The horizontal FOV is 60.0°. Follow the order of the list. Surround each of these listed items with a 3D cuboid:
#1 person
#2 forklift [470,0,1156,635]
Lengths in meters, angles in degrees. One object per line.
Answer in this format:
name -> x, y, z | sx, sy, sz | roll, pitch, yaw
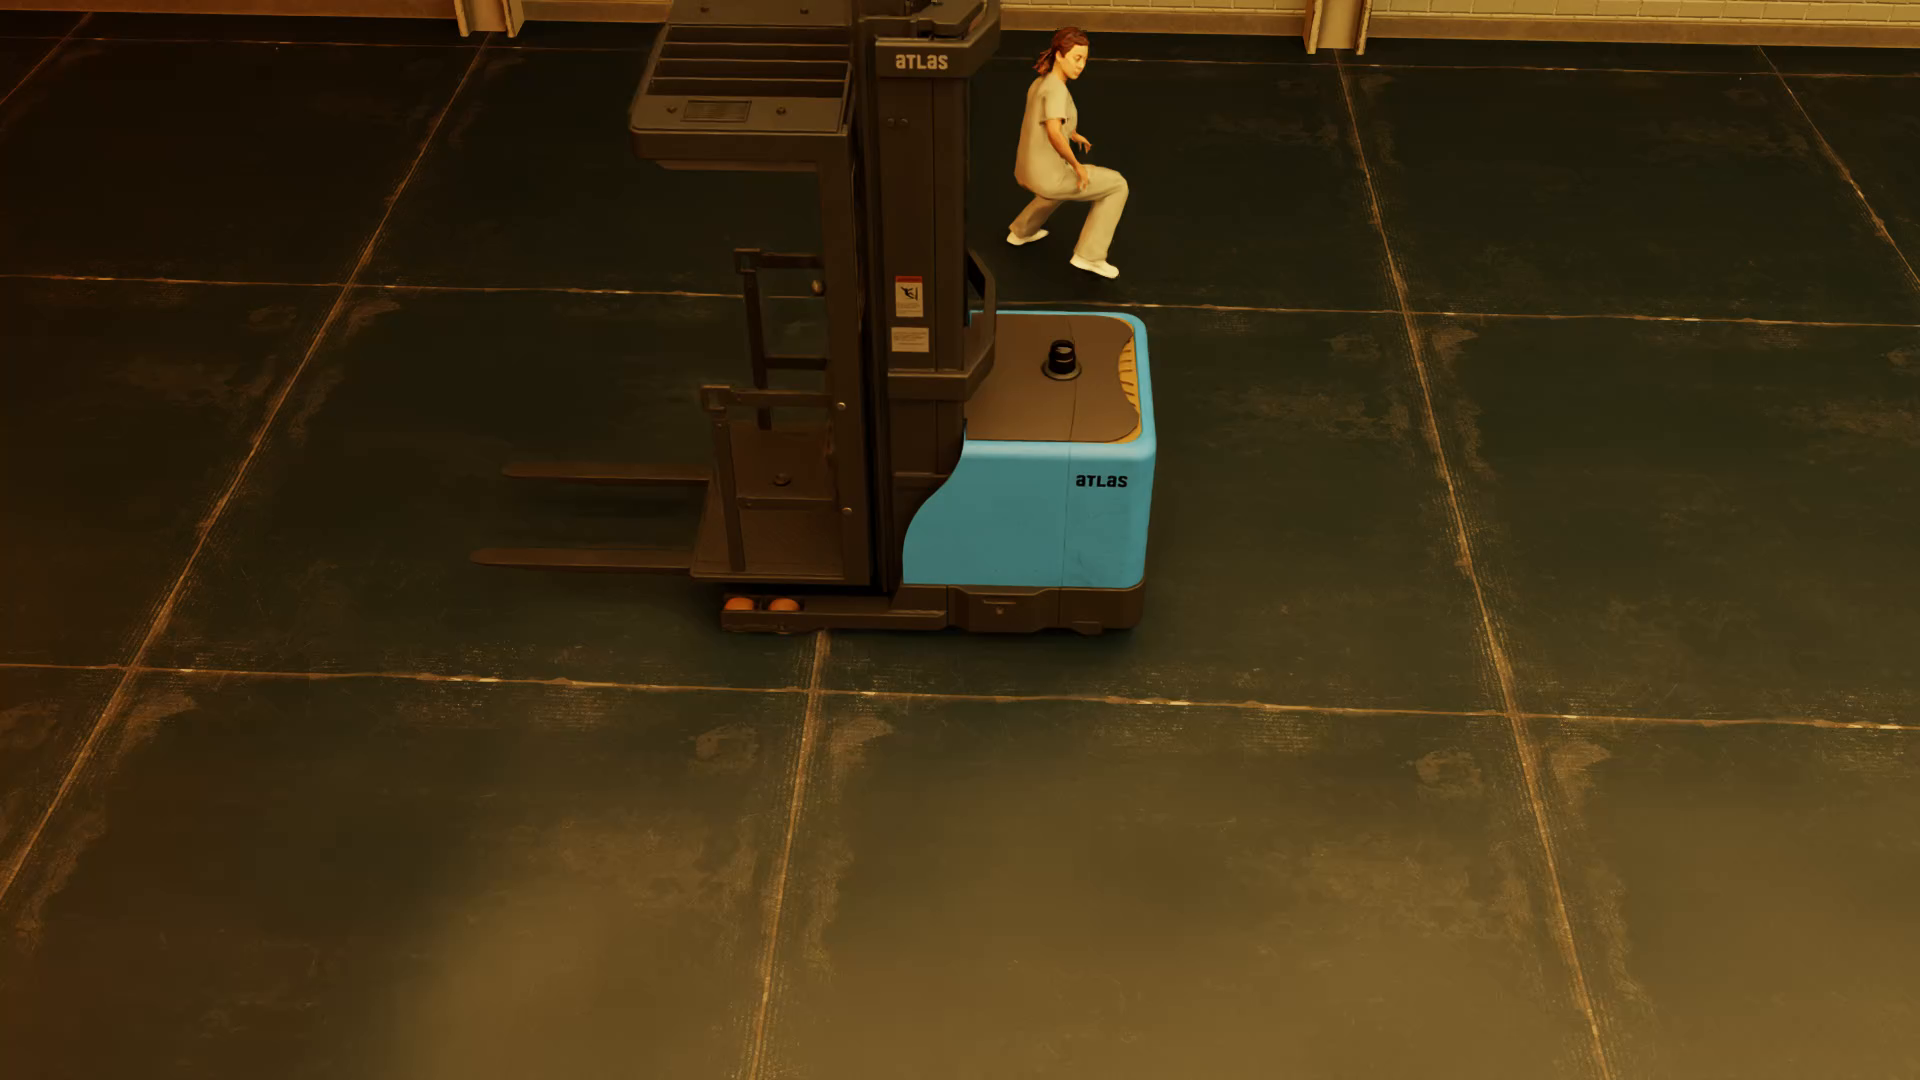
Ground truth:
person -> 0.579, -2.111, 9.213 | 0.597, 1.446, 0.764 | -15, 44, -16
forklift -> -0.685, -1.017, 6.856 | 3.031, 2.935, 1.130 | 1, 42, 1
